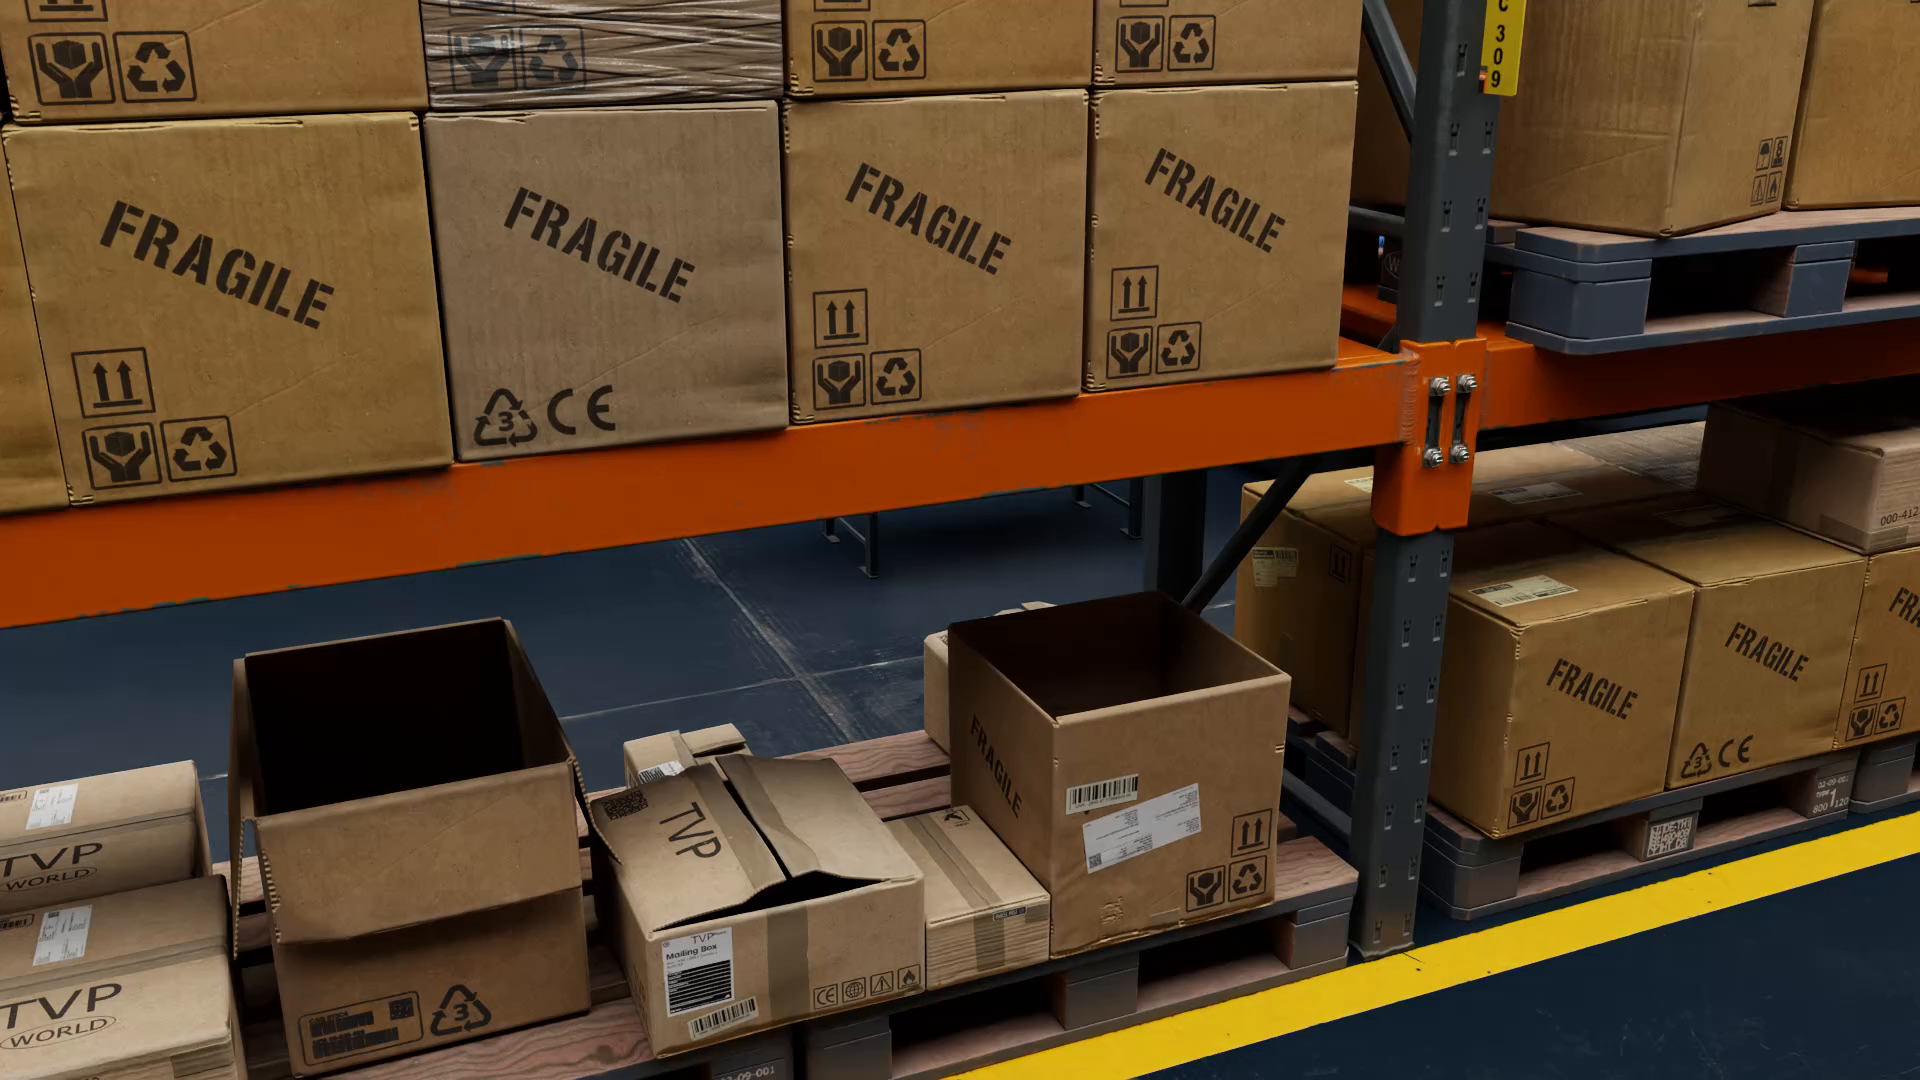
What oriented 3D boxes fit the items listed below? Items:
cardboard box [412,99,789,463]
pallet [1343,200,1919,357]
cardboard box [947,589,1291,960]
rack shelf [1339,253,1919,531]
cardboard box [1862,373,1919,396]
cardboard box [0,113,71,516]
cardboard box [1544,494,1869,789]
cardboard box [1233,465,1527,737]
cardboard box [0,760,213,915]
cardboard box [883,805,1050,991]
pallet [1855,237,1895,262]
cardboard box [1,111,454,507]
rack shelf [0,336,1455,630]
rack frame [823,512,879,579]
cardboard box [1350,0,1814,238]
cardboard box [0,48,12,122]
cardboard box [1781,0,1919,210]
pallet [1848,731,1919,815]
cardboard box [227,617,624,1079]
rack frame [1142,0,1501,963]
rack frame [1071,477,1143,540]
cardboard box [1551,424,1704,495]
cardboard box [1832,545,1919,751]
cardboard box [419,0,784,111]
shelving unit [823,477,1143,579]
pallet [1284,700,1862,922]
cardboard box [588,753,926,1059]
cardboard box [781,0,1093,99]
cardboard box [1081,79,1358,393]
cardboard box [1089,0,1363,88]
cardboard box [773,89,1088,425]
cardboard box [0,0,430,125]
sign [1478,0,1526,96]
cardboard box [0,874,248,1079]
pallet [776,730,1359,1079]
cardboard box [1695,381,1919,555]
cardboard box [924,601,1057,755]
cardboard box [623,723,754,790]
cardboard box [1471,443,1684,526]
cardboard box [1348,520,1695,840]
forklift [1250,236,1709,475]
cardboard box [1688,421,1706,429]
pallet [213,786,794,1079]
[{"bbox_3d":[-0.590,-0.453,2.641,0.500,0.500,0.500,-8,21,-21],"label":"cardboard box"},{"bbox_3d":[1.488,-0.668,3.691,1.213,0.211,1.003,-8,21,-22],"label":"pallet"},{"bbox_3d":[0.300,0.447,3.338,0.500,0.500,0.500,-8,21,-22],"label":"cardboard box"},{"bbox_3d":[2.547,-0.610,4.322,4.000,0.370,1.077,-8,21,-22],"label":"rack shelf"},{"bbox_3d":[2.630,-0.256,4.204,0.500,0.250,0.500,-9,21,-23],"label":"cardboard box"},{"bbox_3d":[-1.516,-0.320,2.264,0.500,0.500,0.500,-8,21,-22],"label":"cardboard box"},{"bbox_3d":[1.737,0.222,3.975,0.500,0.500,0.500,-8,21,-21],"label":"cardboard box"},{"bbox_3d":[1.051,0.133,4.229,0.500,0.500,0.500,-8,21,-22],"label":"cardboard box"},{"bbox_3d":[-1.676,0.667,3.089,0.500,0.250,0.500,-8,21,-22],"label":"cardboard box"},{"bbox_3d":[-0.020,0.680,3.205,0.250,0.149,0.380,-8,21,-22],"label":"cardboard box"},{"bbox_3d":[2.600,-0.865,4.251,1.213,0.211,1.003,-8,21,-22],"label":"pallet"},{"bbox_3d":[-1.057,-0.385,2.449,0.500,0.500,0.500,-8,21,-21],"label":"cardboard box"},{"bbox_3d":[-1.125,-0.084,2.827,4.000,0.370,1.077,-8,21,-22],"label":"rack shelf"},{"bbox_3d":[-0.388,-0.652,5.615,0.032,1.500,0.500,-8,21,-22],"label":"rack frame"},{"bbox_3d":[1.235,-0.926,3.352,0.500,0.500,0.700,-17,26,-40],"label":"cardboard box"},{"bbox_3d":[-1.512,-0.792,2.100,0.500,0.500,0.500,-8,21,-21],"label":"cardboard box"},{"bbox_3d":[1.841,-1.035,3.664,0.500,0.500,0.700,-5,20,-13],"label":"cardboard box"},{"bbox_3d":[2.565,0.349,4.714,1.213,0.211,1.003,-8,21,-22],"label":"pallet"},{"bbox_3d":[-1.012,0.532,3.090,0.637,0.503,0.797,-8,21,-22],"label":"cardboard box"},{"bbox_3d":[0.711,-0.686,3.455,0.127,3.000,1.000,-8,21,-22],"label":"rack frame"},{"bbox_3d":[0.545,-0.786,5.995,0.032,1.500,0.500,-8,21,-22],"label":"rack frame"},{"bbox_3d":[1.969,0.005,4.594,0.500,0.500,0.500,-8,21,-21],"label":"cardboard box"},{"bbox_3d":[2.199,0.159,4.156,0.500,0.500,0.500,-8,21,-21],"label":"cardboard box"},{"bbox_3d":[-0.583,-0.925,2.477,0.500,0.500,0.500,-8,21,-21],"label":"cardboard box"},{"bbox_3d":[0.078,-0.719,5.805,1.048,1.500,0.538,-8,21,-22],"label":"shelving unit"},{"bbox_3d":[1.443,0.510,4.255,1.213,0.211,1.003,-8,21,-22],"label":"pallet"},{"bbox_3d":[-0.388,0.635,3.090,0.500,0.311,0.500,-8,21,-22],"label":"cardboard box"},{"bbox_3d":[-0.120,-0.991,2.665,0.500,0.500,0.500,-9,21,-23],"label":"cardboard box"},{"bbox_3d":[0.354,-0.589,3.029,0.500,0.500,0.500,-8,21,-21],"label":"cardboard box"},{"bbox_3d":[0.349,-1.060,2.859,0.500,0.500,0.500,-8,21,-22],"label":"cardboard box"},{"bbox_3d":[-0.119,-0.521,2.835,0.500,0.500,0.500,-8,21,-20],"label":"cardboard box"},{"bbox_3d":[-1.045,-0.859,2.290,0.500,0.500,0.500,-8,21,-22],"label":"cardboard box"},{"bbox_3d":[0.933,-0.930,2.844,0.005,0.325,0.100,-8,21,-22],"label":"sign"},{"bbox_3d":[-1.432,0.813,2.675,0.500,0.250,0.500,-8,21,-22],"label":"cardboard box"},{"bbox_3d":[0.080,0.719,3.662,1.213,0.211,1.003,-8,21,-22],"label":"pallet"},{"bbox_3d":[2.170,-0.189,4.016,0.500,0.250,0.500,-8,21,-22],"label":"cardboard box"},{"bbox_3d":[0.240,0.364,3.859,0.500,0.311,0.500,-8,21,-22],"label":"cardboard box"},{"bbox_3d":[-0.550,0.549,3.551,0.250,0.166,0.380,-8,21,-22],"label":"cardboard box"},{"bbox_3d":[1.508,0.070,4.407,0.500,0.500,0.500,-8,21,-22],"label":"cardboard box"},{"bbox_3d":[1.252,0.296,3.767,0.500,0.500,0.500,-9,21,-24],"label":"cardboard box"},{"bbox_3d":[2.566,-1.821,6.781,3.031,2.935,1.130,-9,21,-25],"label":"forklift"},{"bbox_3d":[2.435,-0.063,4.786,0.500,0.500,0.500,-9,21,-24],"label":"cardboard box"},{"bbox_3d":[-1.042,0.881,3.203,1.213,0.211,1.003,-8,21,-22],"label":"pallet"}]
